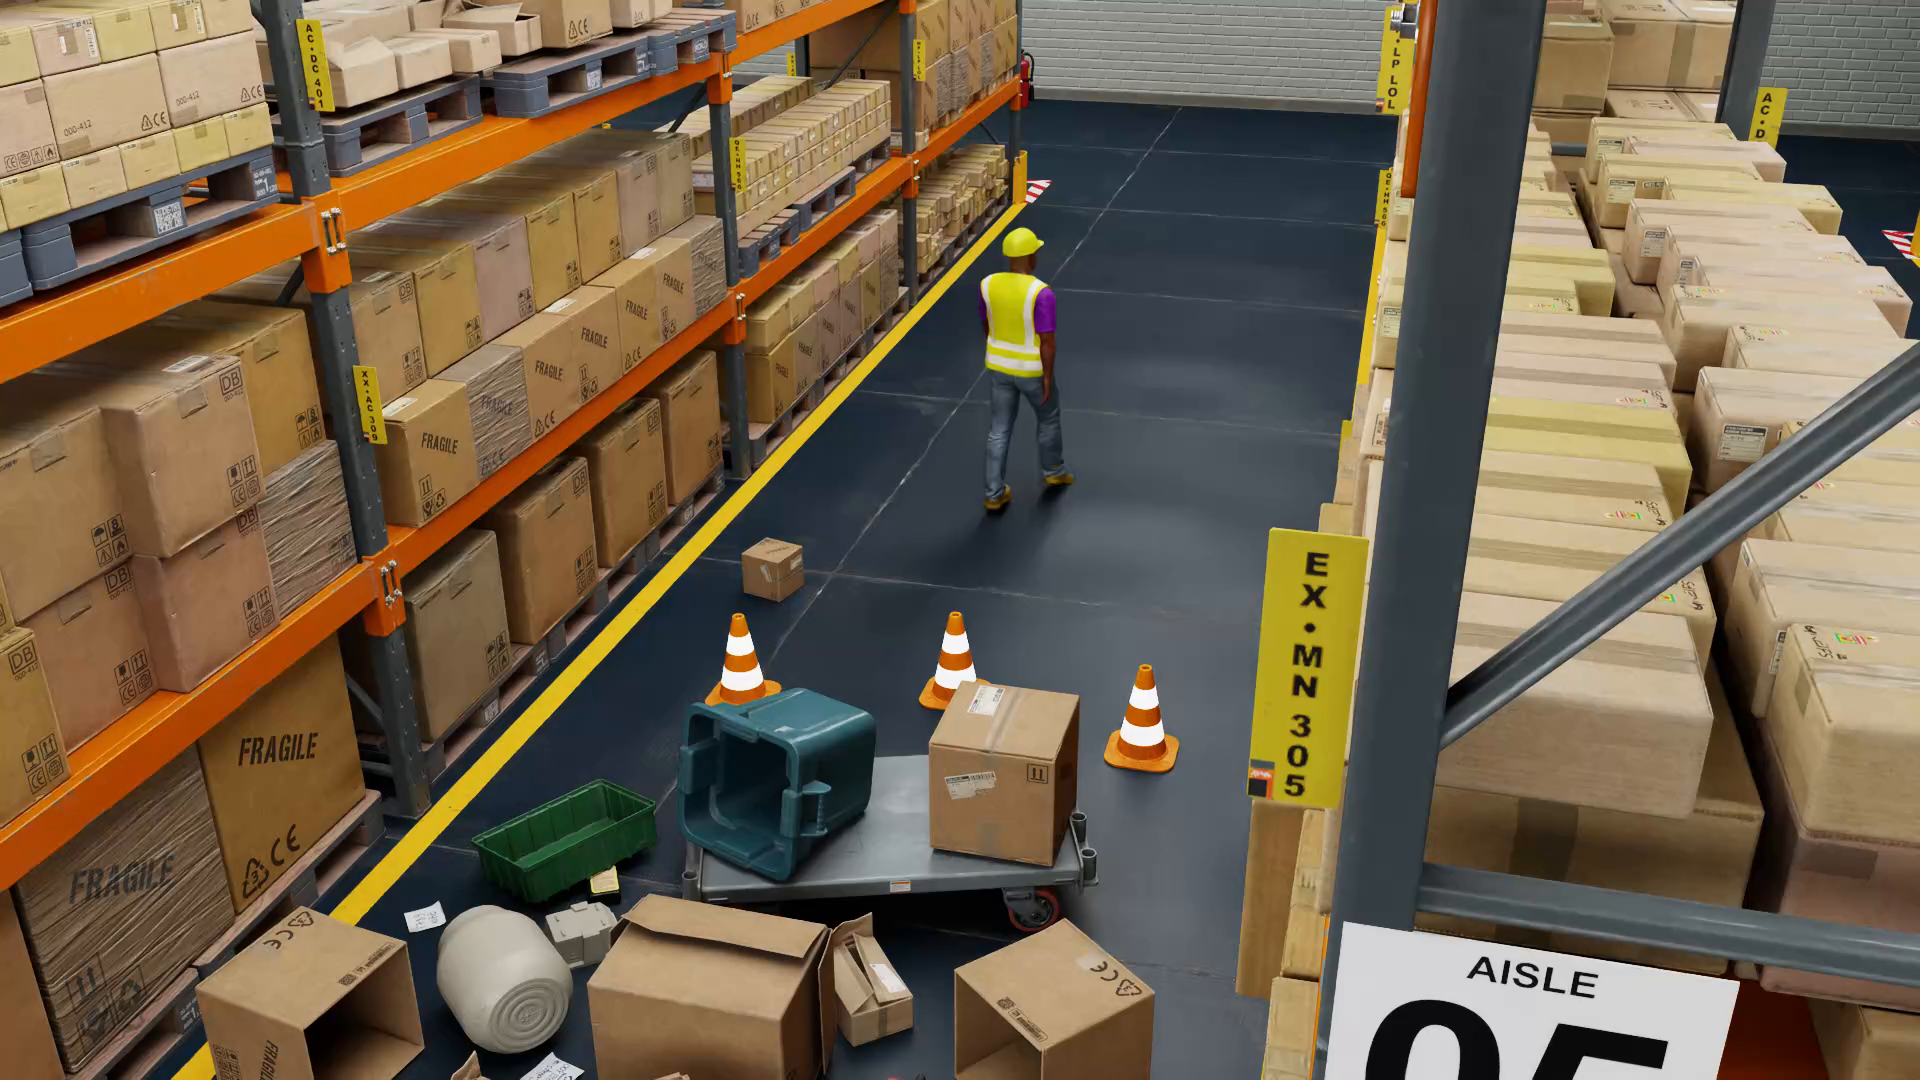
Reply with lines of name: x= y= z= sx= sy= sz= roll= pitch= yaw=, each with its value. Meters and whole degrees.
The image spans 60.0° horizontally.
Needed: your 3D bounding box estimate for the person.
person: x=0.408 y=-1.088 z=10.394 sx=0.584 sy=1.777 sz=0.844 roll=14 pitch=28 yaw=27
